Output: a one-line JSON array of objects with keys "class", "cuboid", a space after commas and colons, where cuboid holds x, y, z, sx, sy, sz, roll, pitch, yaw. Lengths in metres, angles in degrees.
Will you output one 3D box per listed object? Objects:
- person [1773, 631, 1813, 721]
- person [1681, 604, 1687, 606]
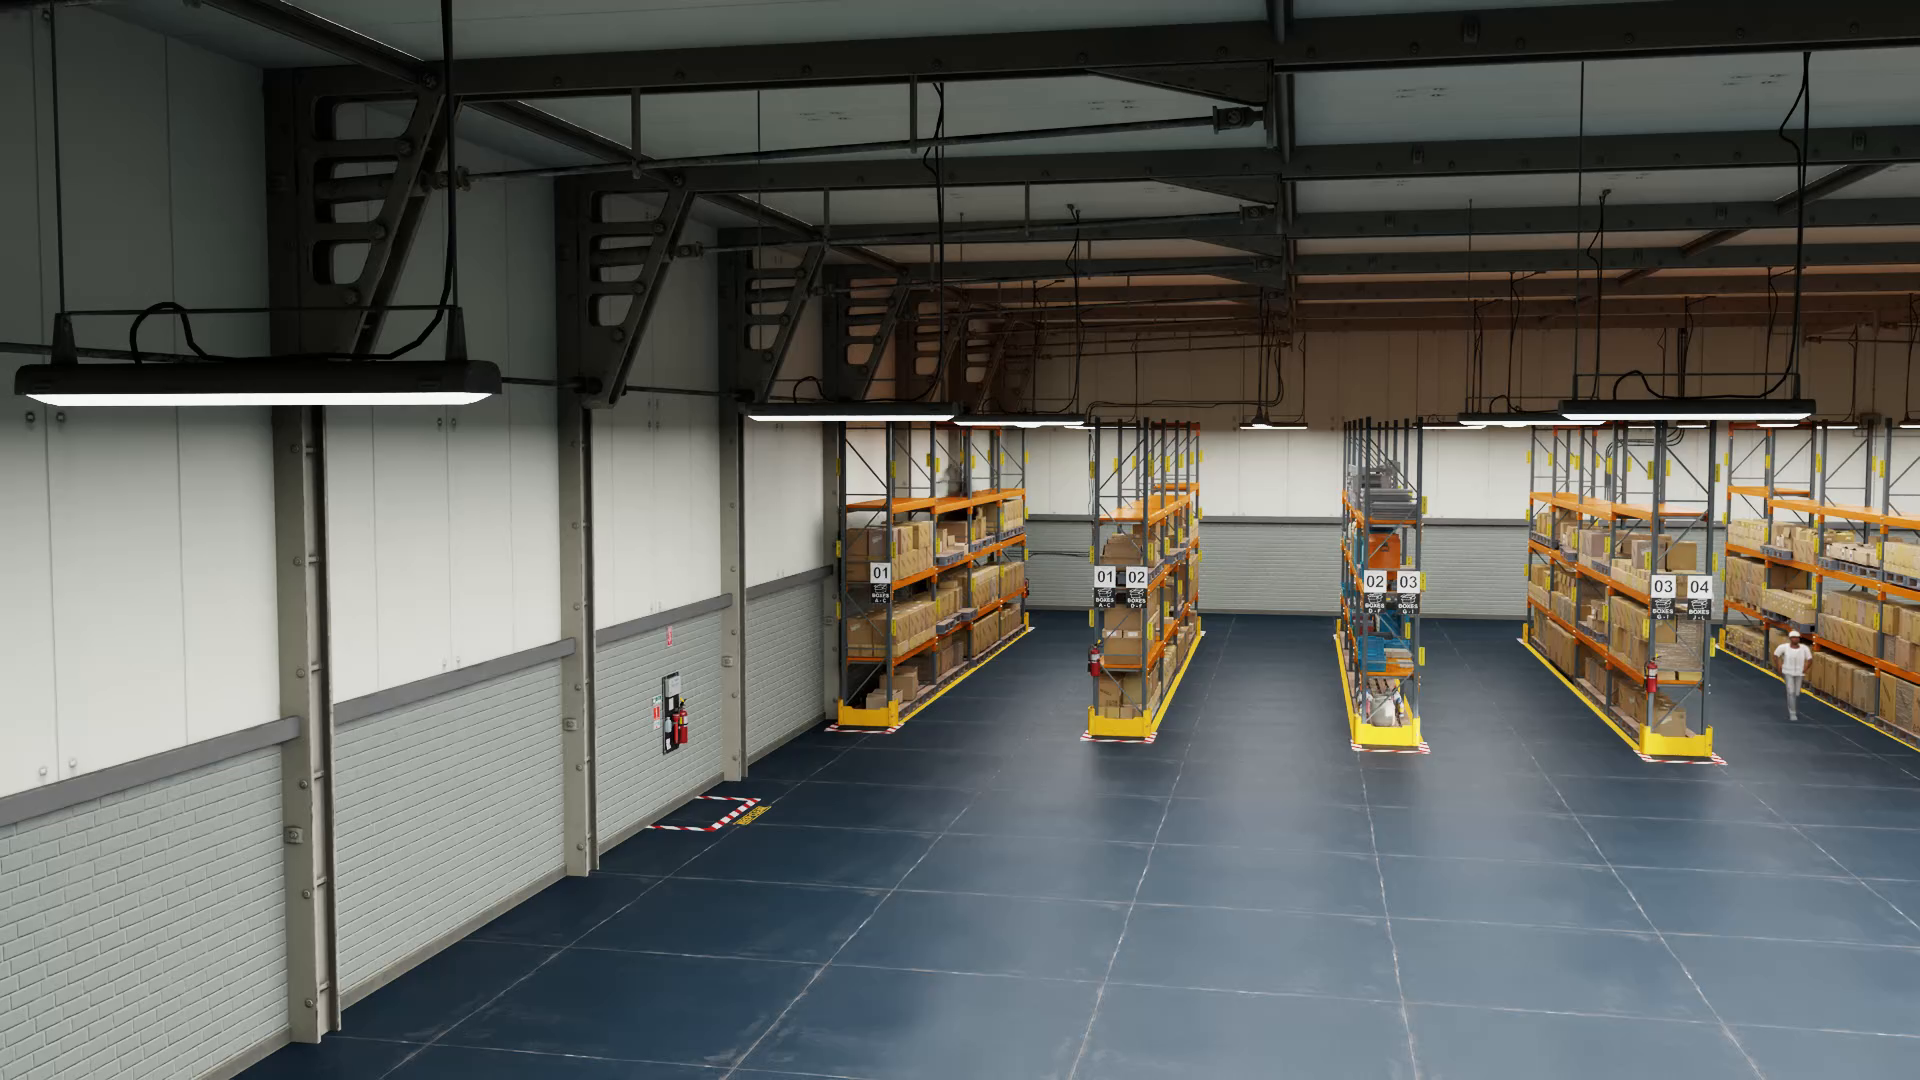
[{"class": "person", "cuboid": [16.670, 2.689, 33.272, 0.706, 1.772, 0.886, 1, 4, 14]}, {"class": "person", "cuboid": [18.776, 2.021, 43.371, 0.717, 1.804, 0.972, 1, 4, 21]}]
